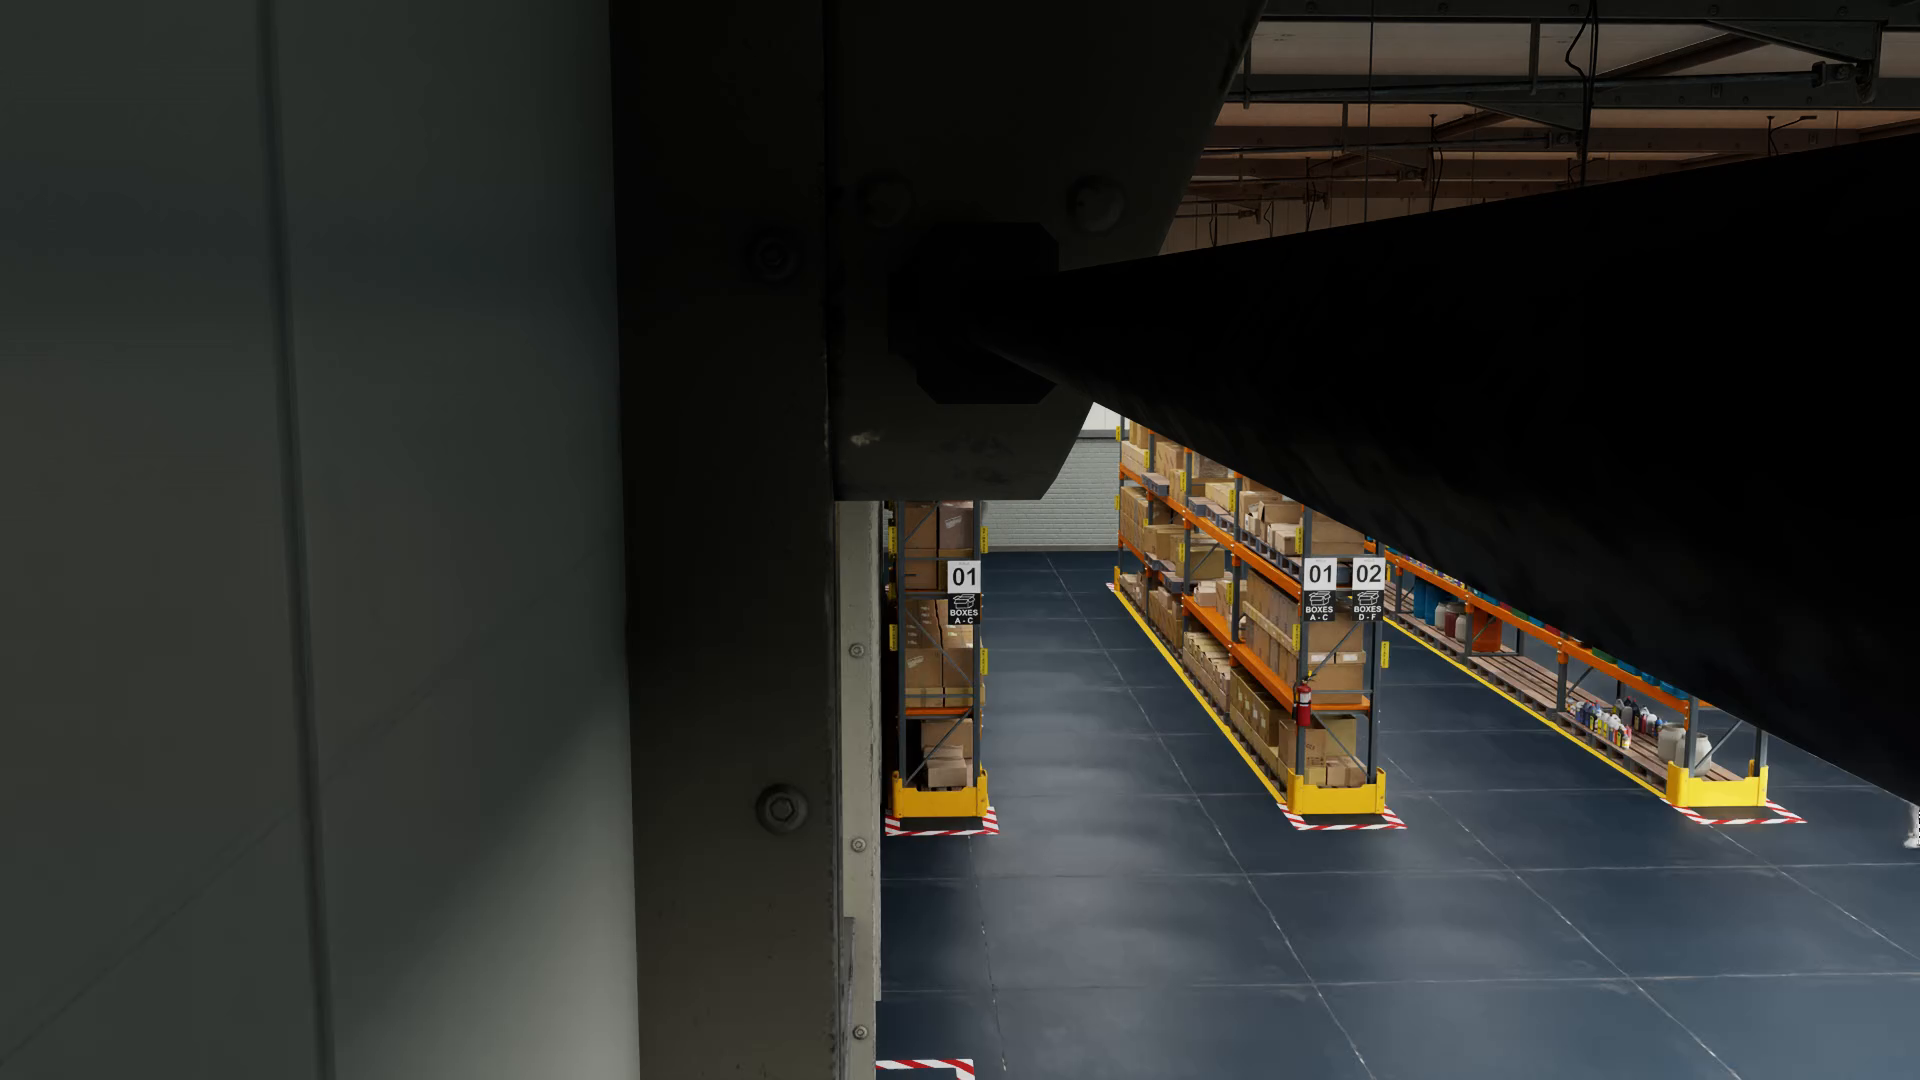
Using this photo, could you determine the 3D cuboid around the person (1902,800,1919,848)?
[{"bbox_3d":[11.162,2.709,19.226,0.607,1.781,0.501,8,11,43],"label":"person"}]
